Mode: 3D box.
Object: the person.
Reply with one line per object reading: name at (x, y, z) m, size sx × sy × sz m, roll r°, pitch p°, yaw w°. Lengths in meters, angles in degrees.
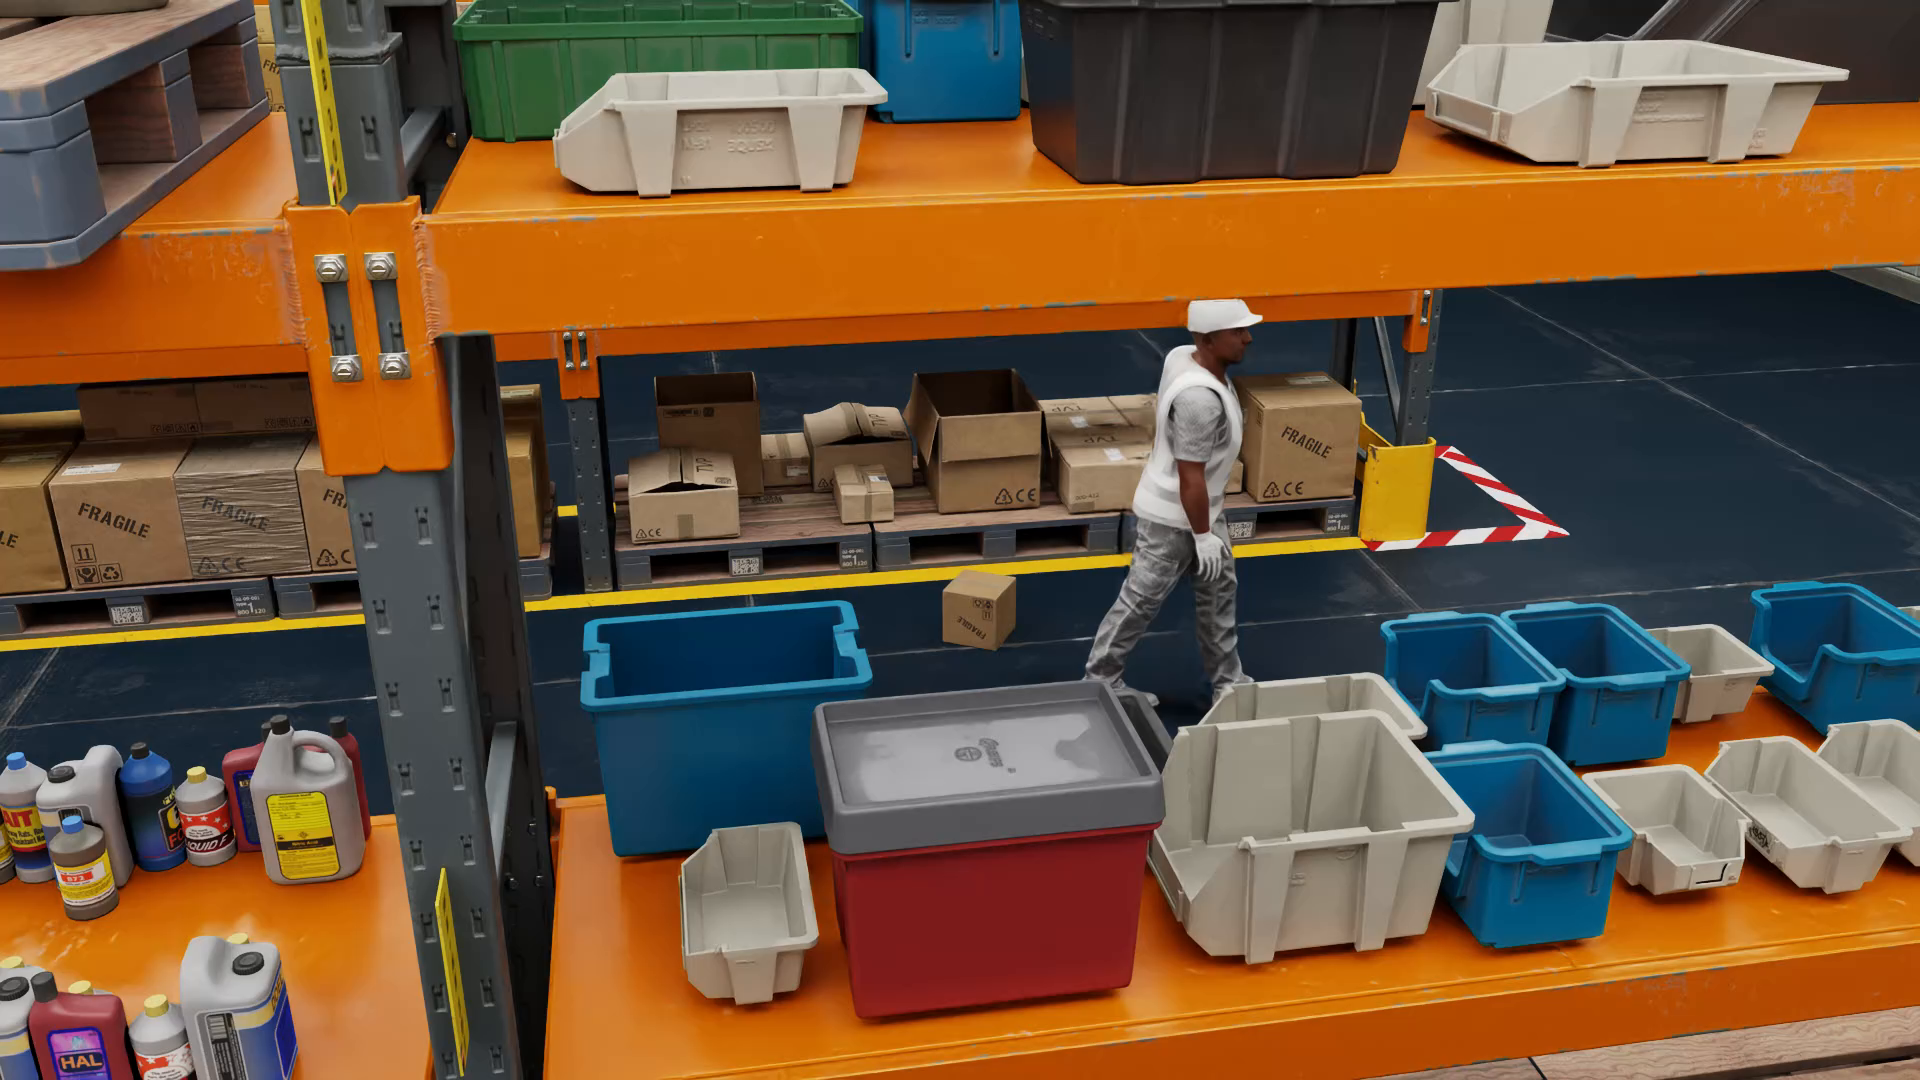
person at (0.884, -0.095, 6.303) m, size 0.795 × 1.778 × 0.592 m, roll 6°, pitch 24°, yaw 13°
